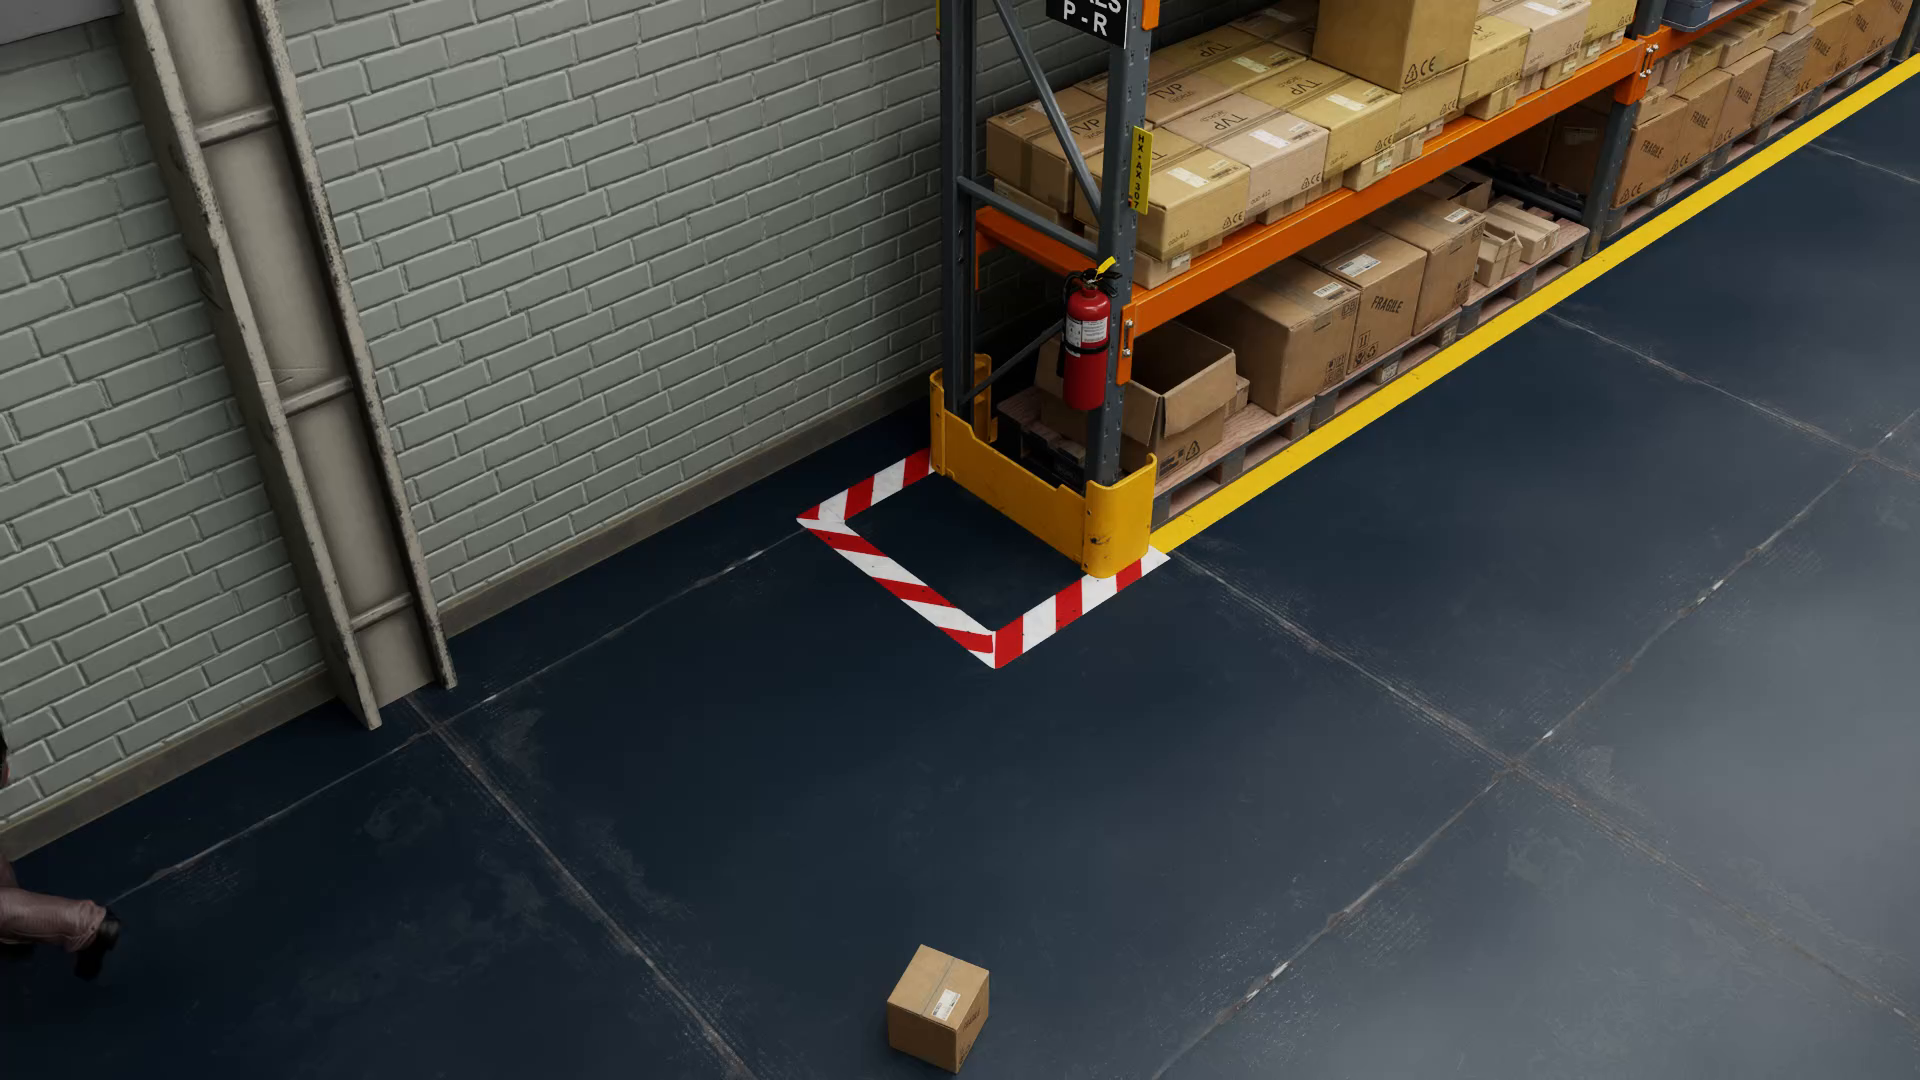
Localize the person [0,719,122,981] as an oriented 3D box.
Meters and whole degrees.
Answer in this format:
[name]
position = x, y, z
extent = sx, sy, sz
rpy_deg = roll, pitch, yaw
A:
[person]
position = -3.141, 0.789, 5.204
extent = 0.722, 1.703, 0.537
rpy_deg = -2, 40, -3
